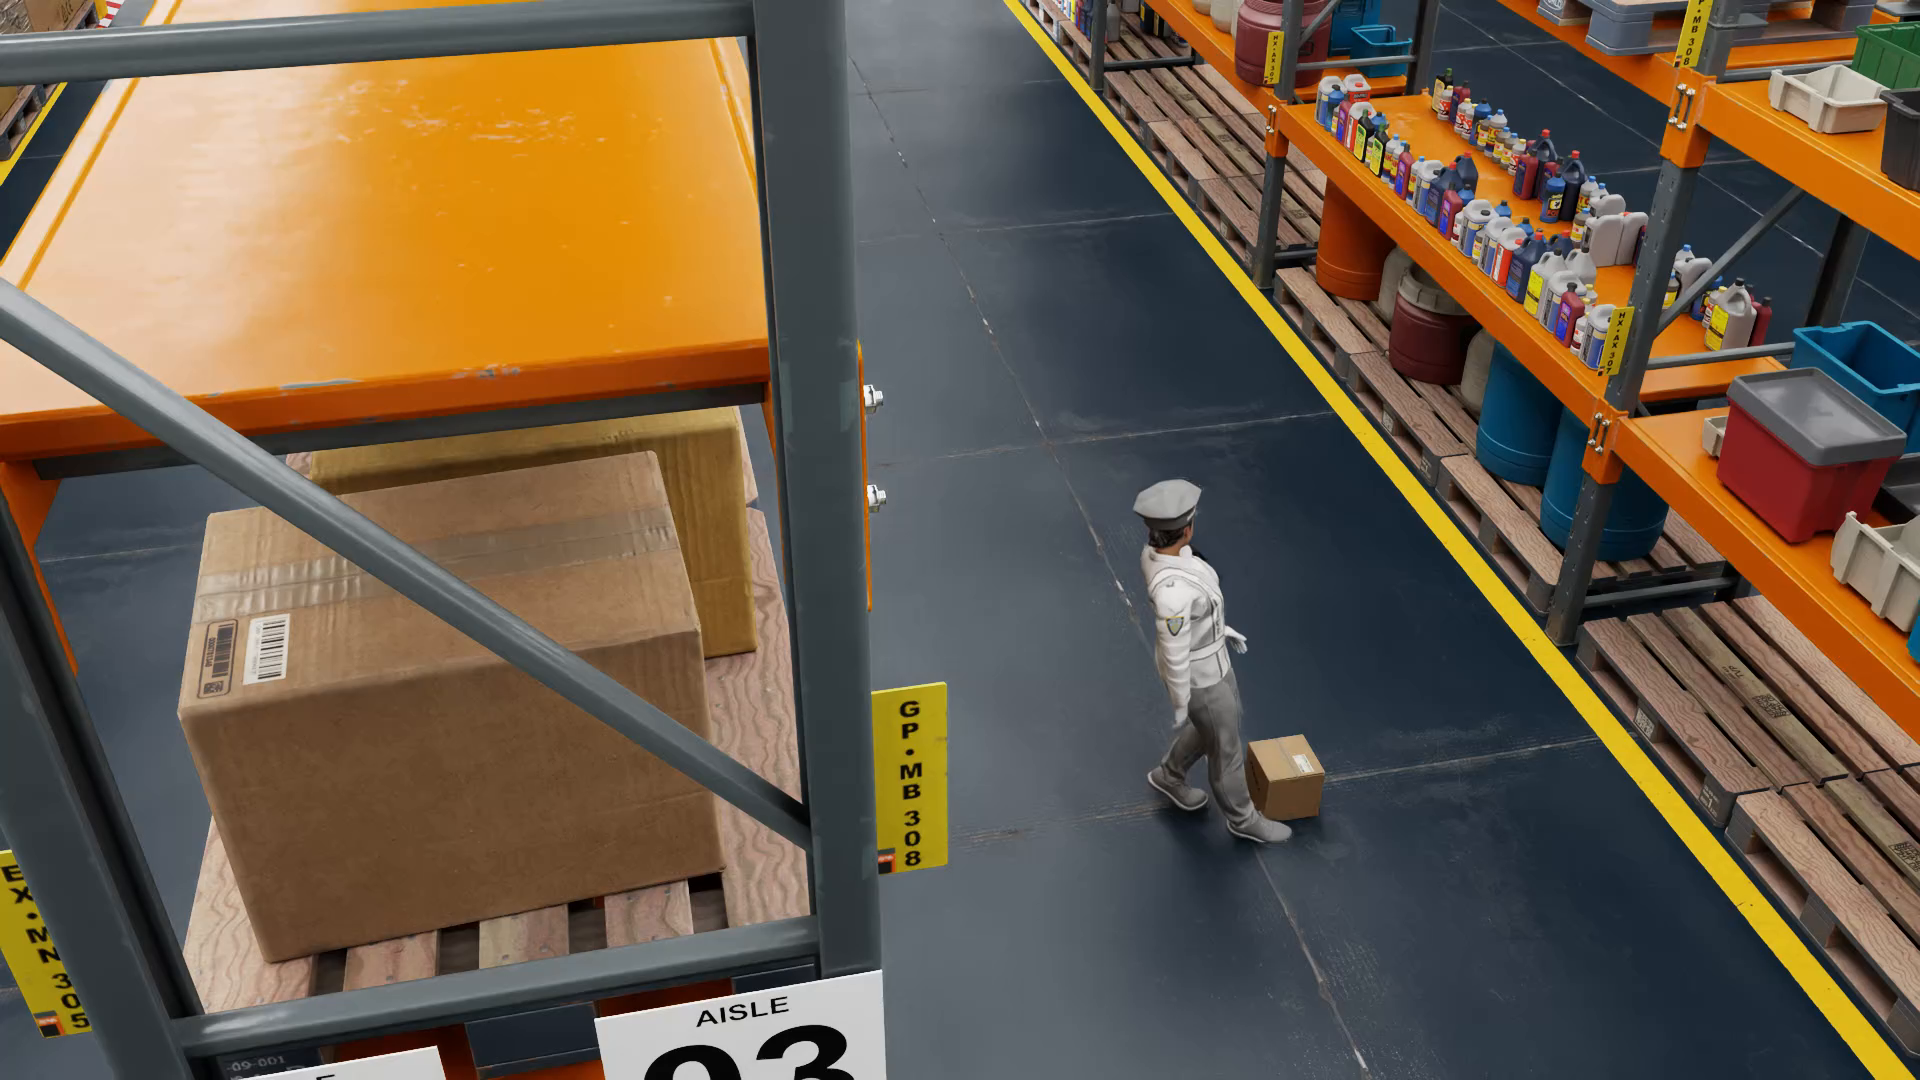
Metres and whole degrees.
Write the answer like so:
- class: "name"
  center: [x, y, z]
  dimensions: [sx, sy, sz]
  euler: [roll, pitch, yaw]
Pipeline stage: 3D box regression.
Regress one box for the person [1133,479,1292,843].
- class: "person"
  center: [1.023, 0.517, 6.659]
  dimensions: [0.755, 1.652, 0.515]
  euler: [0, 35, -1]
